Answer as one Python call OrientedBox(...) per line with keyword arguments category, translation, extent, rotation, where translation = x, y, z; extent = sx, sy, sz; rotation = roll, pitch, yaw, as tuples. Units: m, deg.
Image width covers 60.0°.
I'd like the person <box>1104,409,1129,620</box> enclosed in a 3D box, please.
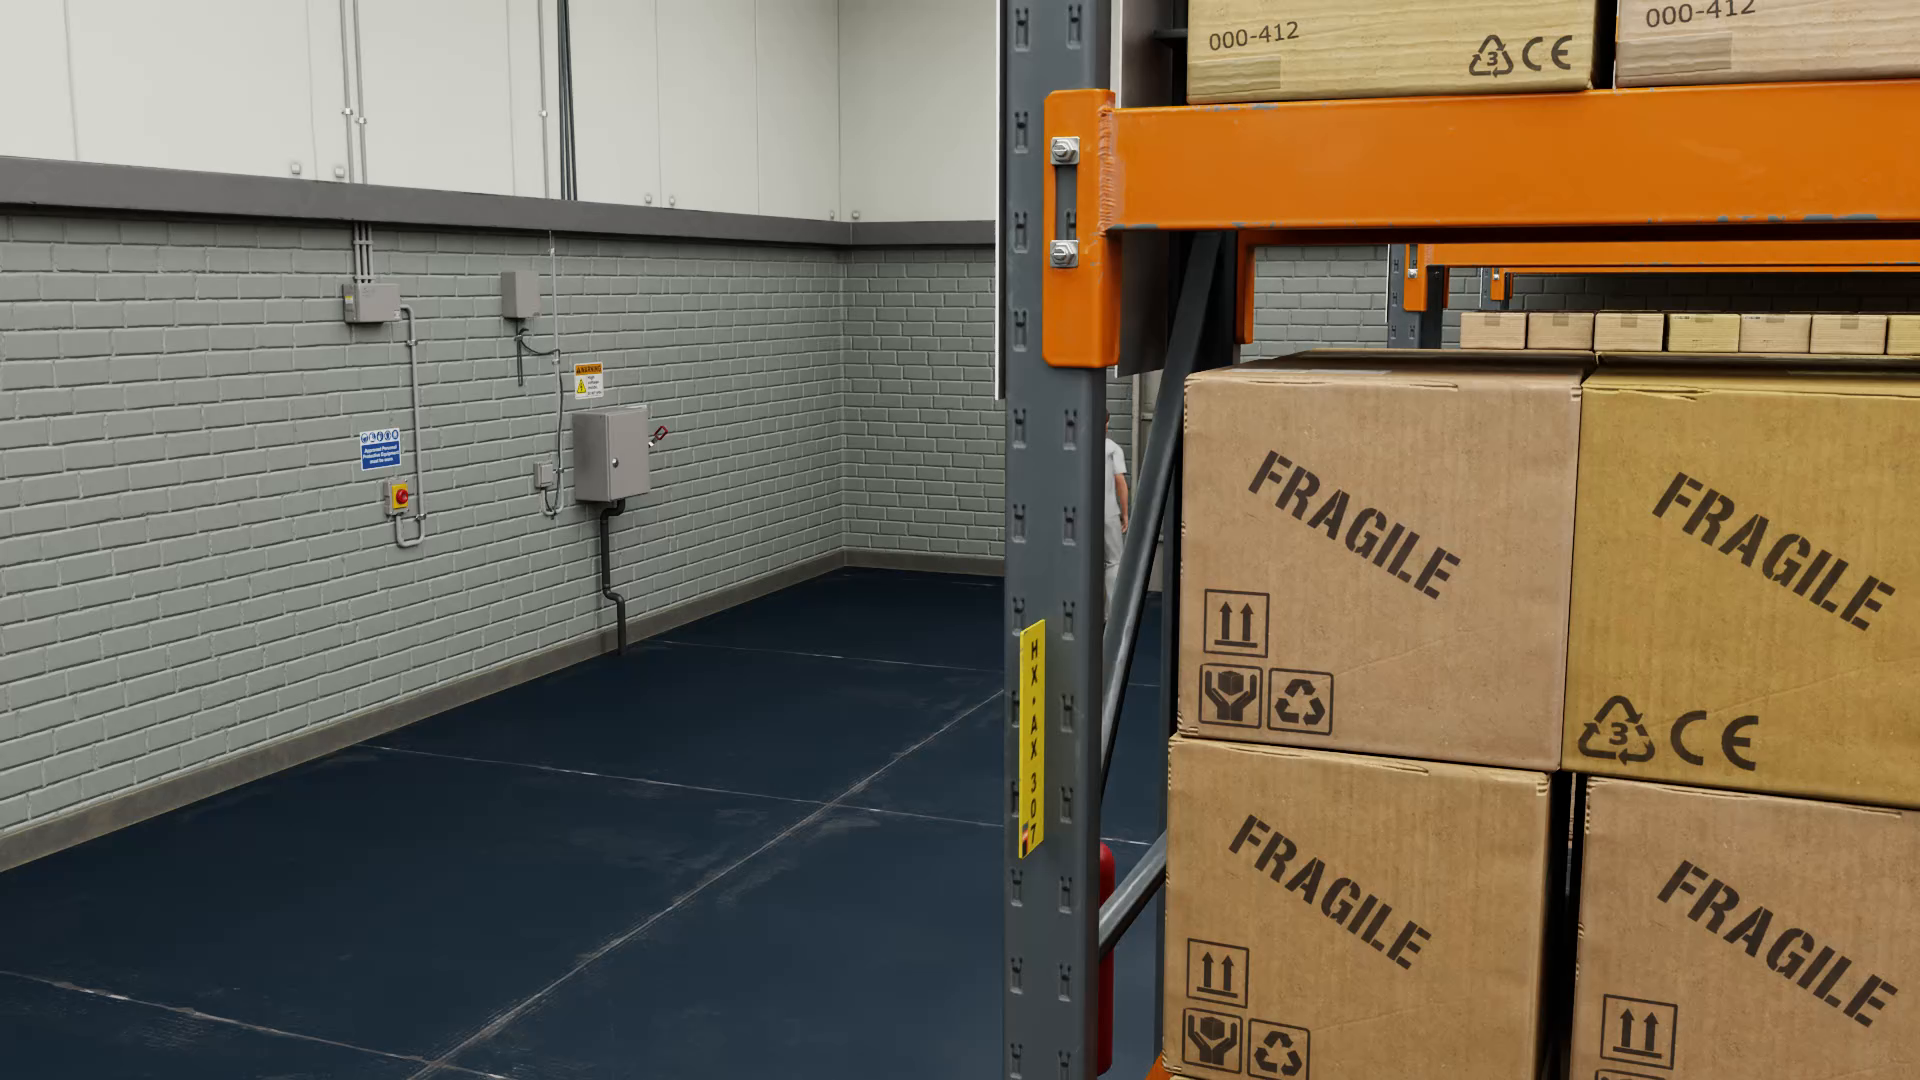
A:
OrientedBox(category="person", translation=(1.033, -0.173, 12.482), extent=(0.499, 1.671, 0.364), rotation=(3, 9, 18))
